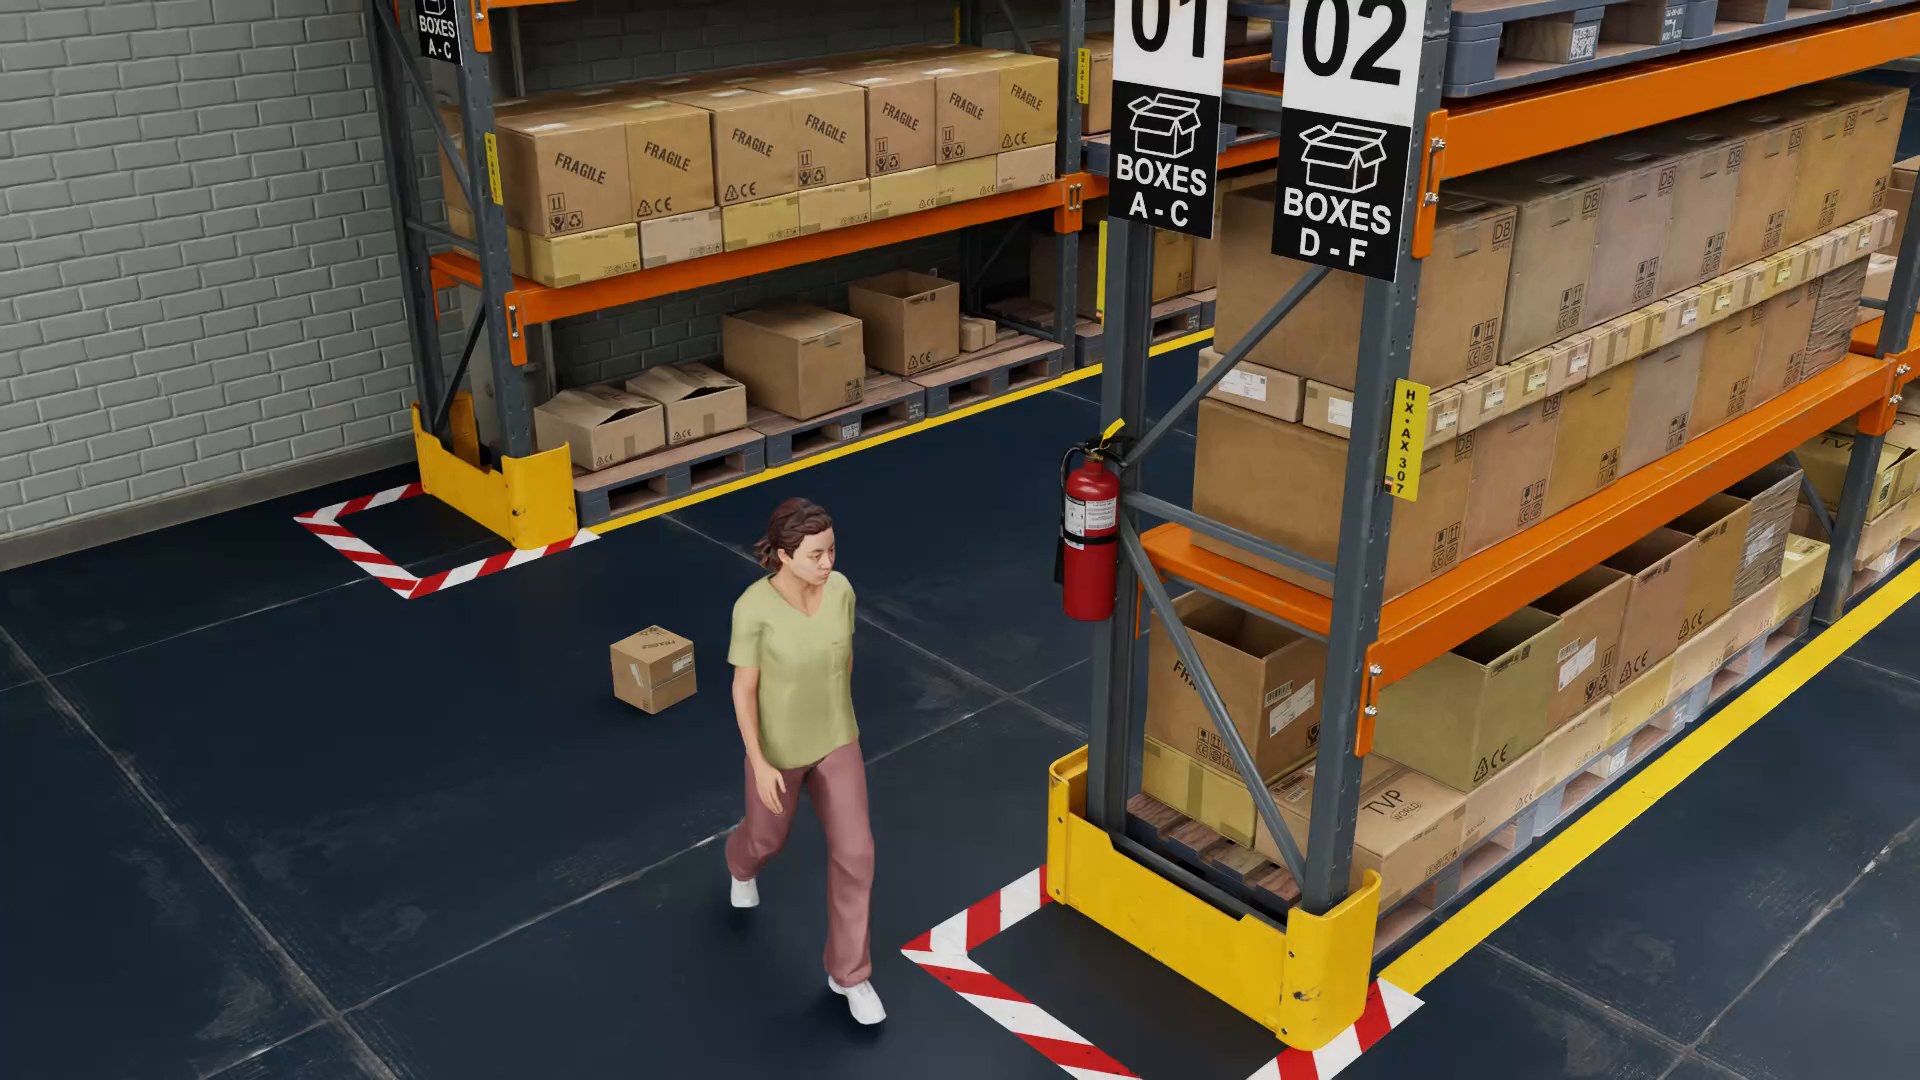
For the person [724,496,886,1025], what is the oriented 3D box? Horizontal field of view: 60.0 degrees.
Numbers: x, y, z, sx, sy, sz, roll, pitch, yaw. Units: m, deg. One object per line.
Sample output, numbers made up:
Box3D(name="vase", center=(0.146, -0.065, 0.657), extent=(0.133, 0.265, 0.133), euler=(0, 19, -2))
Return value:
Box3D(name="person", center=(-0.502, 0.623, 5.218), extent=(0.452, 1.635, 0.945), euler=(-12, 27, -25))
